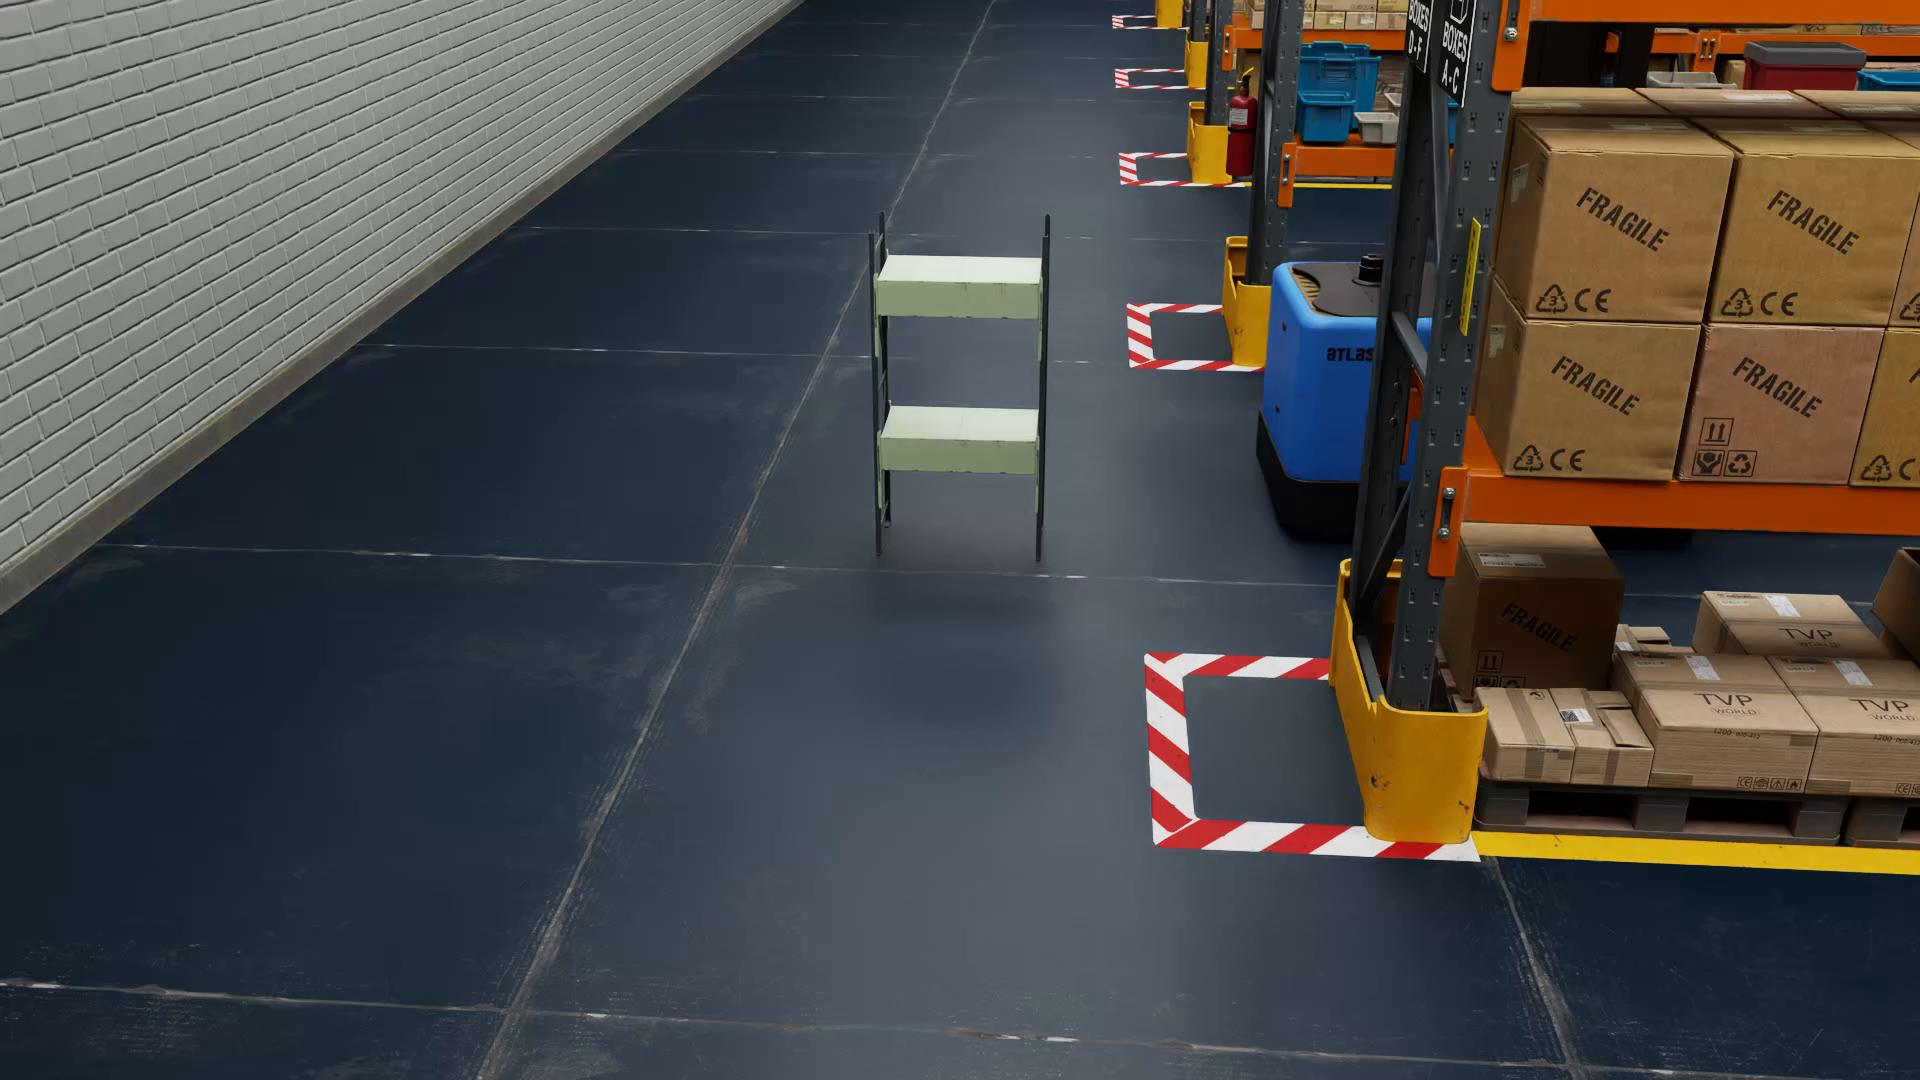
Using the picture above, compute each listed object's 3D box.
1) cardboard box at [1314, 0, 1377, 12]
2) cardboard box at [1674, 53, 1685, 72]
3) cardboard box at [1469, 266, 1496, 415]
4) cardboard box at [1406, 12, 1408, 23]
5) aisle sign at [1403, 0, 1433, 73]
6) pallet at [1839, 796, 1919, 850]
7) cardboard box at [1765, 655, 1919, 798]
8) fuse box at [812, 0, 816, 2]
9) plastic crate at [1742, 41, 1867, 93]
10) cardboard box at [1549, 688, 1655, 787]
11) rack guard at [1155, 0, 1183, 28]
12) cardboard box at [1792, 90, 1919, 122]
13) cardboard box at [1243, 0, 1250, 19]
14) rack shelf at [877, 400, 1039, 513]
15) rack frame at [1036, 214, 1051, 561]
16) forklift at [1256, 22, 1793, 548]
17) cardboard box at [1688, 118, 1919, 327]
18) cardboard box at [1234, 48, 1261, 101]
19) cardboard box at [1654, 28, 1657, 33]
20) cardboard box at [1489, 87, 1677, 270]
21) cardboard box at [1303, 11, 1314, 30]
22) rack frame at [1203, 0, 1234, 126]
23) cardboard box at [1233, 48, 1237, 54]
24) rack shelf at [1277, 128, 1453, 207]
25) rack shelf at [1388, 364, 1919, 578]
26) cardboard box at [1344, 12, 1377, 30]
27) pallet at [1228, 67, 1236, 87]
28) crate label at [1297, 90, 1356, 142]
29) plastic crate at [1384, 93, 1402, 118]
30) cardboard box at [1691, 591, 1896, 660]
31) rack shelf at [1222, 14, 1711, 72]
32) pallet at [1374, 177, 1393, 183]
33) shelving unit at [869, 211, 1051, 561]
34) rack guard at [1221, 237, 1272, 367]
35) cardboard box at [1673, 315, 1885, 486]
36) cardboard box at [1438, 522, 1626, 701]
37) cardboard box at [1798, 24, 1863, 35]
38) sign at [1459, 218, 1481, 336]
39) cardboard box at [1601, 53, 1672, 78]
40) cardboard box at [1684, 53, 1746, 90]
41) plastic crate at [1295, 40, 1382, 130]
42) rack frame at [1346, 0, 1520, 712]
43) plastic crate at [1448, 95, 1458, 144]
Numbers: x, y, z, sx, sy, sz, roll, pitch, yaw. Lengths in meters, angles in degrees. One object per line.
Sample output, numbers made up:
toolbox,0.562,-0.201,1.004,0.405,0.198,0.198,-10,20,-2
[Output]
cardboard box,3.254,-4.647,14.117,0.500,0.250,0.500,2,25,3
cardboard box,7.990,-5.562,18.771,0.500,0.500,0.500,3,25,6
cardboard box,1.982,-0.737,5.678,0.500,0.500,0.500,3,25,6
cardboard box,3.888,-4.418,14.098,0.250,0.149,0.380,2,25,3
aisle sign,1.470,-1.904,5.222,0.004,0.787,0.394,2,25,4
pallet,3.599,0.742,5.919,1.213,0.211,1.003,2,25,4
cardboard box,3.032,0.624,5.602,0.500,0.250,0.500,2,25,4
fuse box,-2.282,-9.308,25.965,0.414,1.711,0.539,2,25,4
plastic crate,5.015,-2.718,9.955,0.583,0.464,0.402,2,25,4
cardboard box,2.155,0.659,5.626,0.250,0.166,0.380,2,25,4
rack guard,3.012,-7.717,23.956,0.348,0.500,1.175,2,25,4
cardboard box,3.001,-1.162,5.405,0.500,0.500,0.500,3,25,5
cardboard box,2.657,-4.733,14.782,0.250,0.149,0.380,2,25,5
rack shelf,0.007,-0.385,7.606,0.720,0.370,0.431,2,25,4
rack frame,0.372,-0.669,7.444,0.023,1.500,0.400,2,25,4
forklift,3.030,-1.519,7.578,3.031,2.935,1.130,1,25,1
cardboard box,2.459,-0.955,4.954,0.500,0.500,0.500,2,25,5
cardboard box,2.921,-3.960,14.840,0.875,0.875,0.875,2,25,4
cardboard box,5.679,-4.361,13.972,0.250,0.149,0.380,2,25,5
cardboard box,1.980,-1.193,5.472,0.500,0.500,0.500,2,25,4
cardboard box,2.862,-4.451,14.168,0.250,0.149,0.380,1,25,3
rack frame,2.277,-4.721,14.456,0.127,3.000,1.000,2,25,4
cardboard box,3.260,-5.692,19.119,0.250,0.149,0.380,3,25,6
rack shelf,3.892,-2.266,9.981,4.000,0.370,1.077,2,25,4
rack shelf,3.509,-0.202,5.495,4.000,0.370,1.077,2,25,4
cardboard box,3.377,-4.435,14.134,0.250,0.149,0.380,1,25,3
pallet,3.641,-5.475,19.431,1.213,0.211,1.003,2,25,4
crate label,2.119,-2.463,9.677,0.303,0.233,0.416,2,25,4
plastic crate,2.725,-2.614,10.120,0.243,0.136,0.396,2,25,4
cardboard box,3.021,0.414,6.058,0.500,0.250,0.500,2,25,4
rack shelf,4.271,-4.331,14.467,4.000,0.370,1.077,2,25,4
pallet,4.293,-3.421,14.967,1.213,0.211,1.003,2,25,4
shelving unit,0.007,-0.681,7.470,0.755,1.500,0.431,2,25,4
rack guard,1.873,-1.517,10.482,0.348,0.500,1.175,2,25,4
cardboard box,2.452,-0.500,5.162,0.500,0.500,0.500,2,25,3
cardboard box,2.076,0.258,6.099,0.500,0.500,0.500,2,25,4
cardboard box,7.206,-4.504,13.864,0.500,0.500,0.500,2,25,4
sign,1.473,-0.760,4.811,0.005,0.325,0.100,2,25,4
cardboard box,5.613,-3.873,14.652,0.875,0.875,0.875,2,25,4
cardboard box,6.905,-3.807,14.508,0.875,0.875,1.225,2,25,4
plastic crate,2.246,-2.768,10.096,0.499,0.435,0.616,2,25,4
rack frame,1.515,-0.593,5.483,0.127,3.000,1.000,2,25,4
plastic crate,2.775,-2.442,9.631,0.300,0.233,0.416,2,25,4
